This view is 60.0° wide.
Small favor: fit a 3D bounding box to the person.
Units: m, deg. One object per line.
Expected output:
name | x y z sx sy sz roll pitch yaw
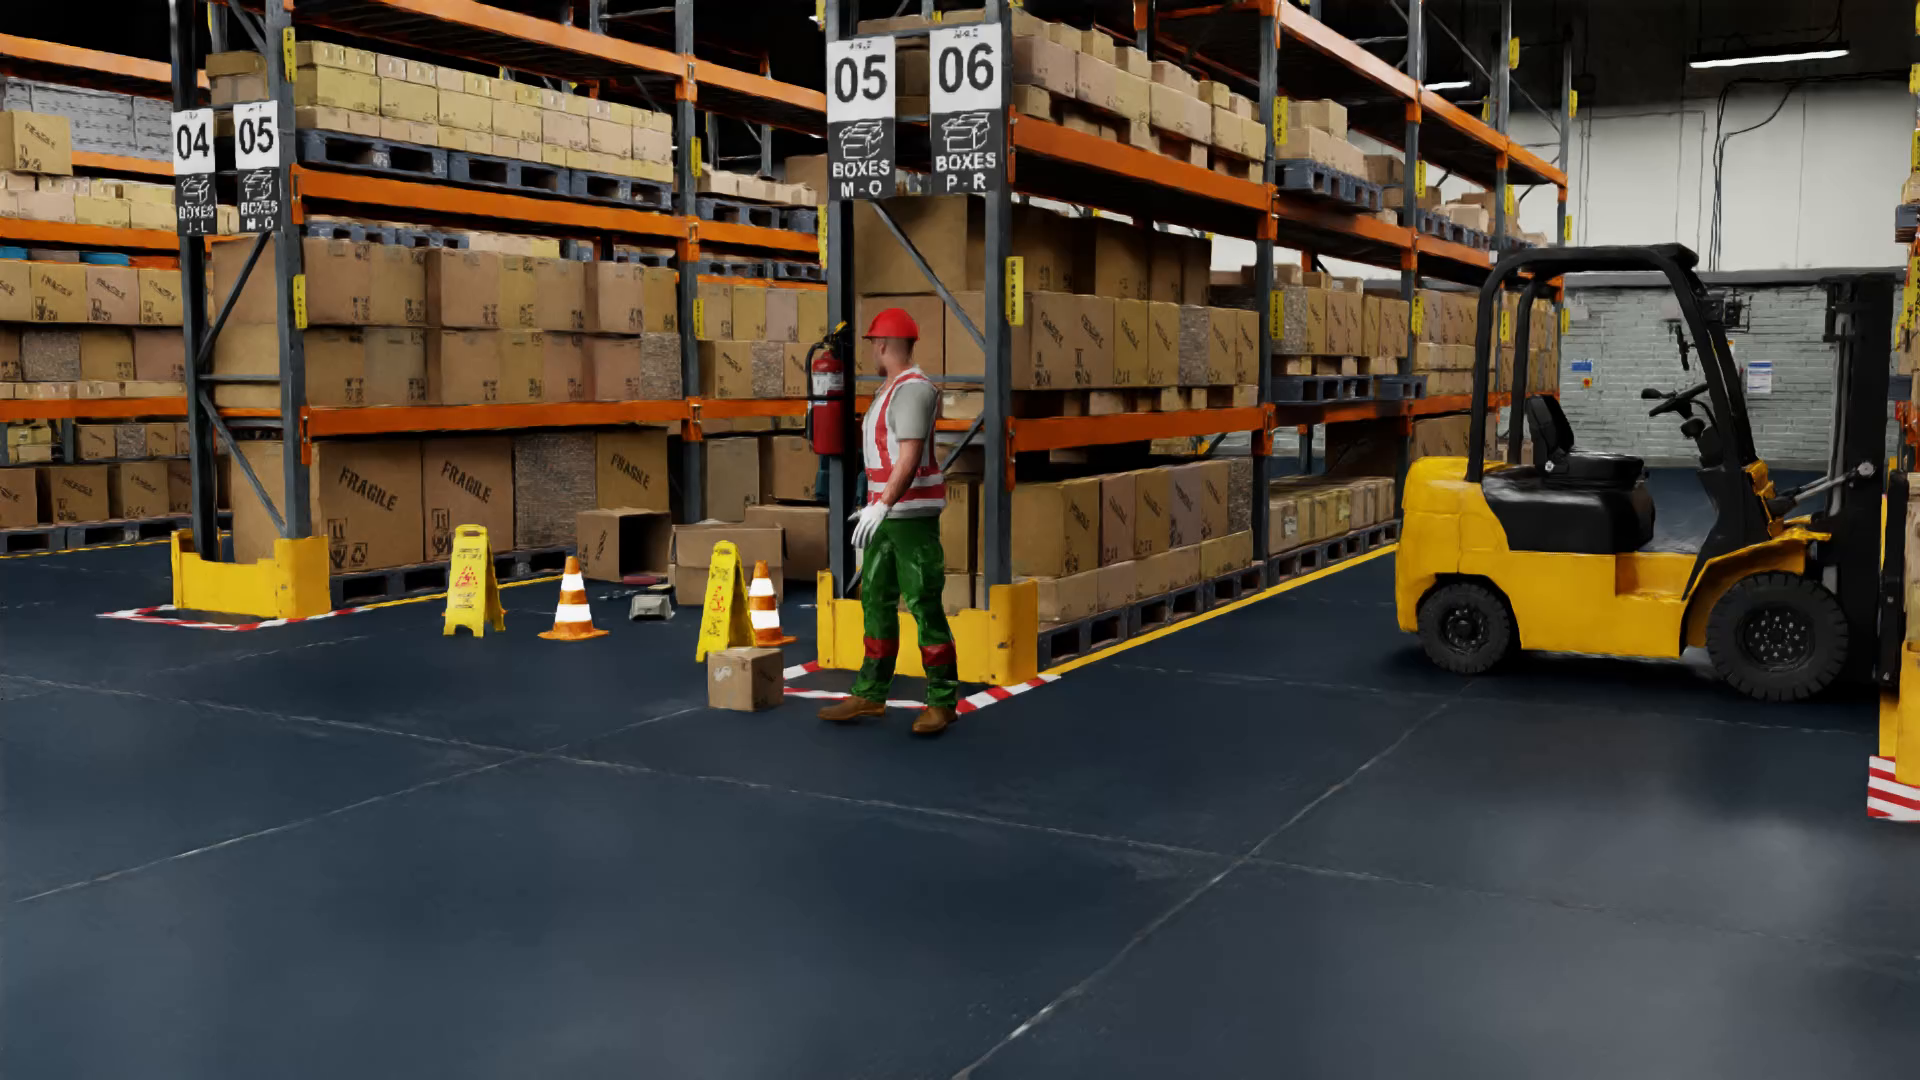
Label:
person | -0.294 -0.091 7.130 0.531 1.793 0.566 -2 6 -21
